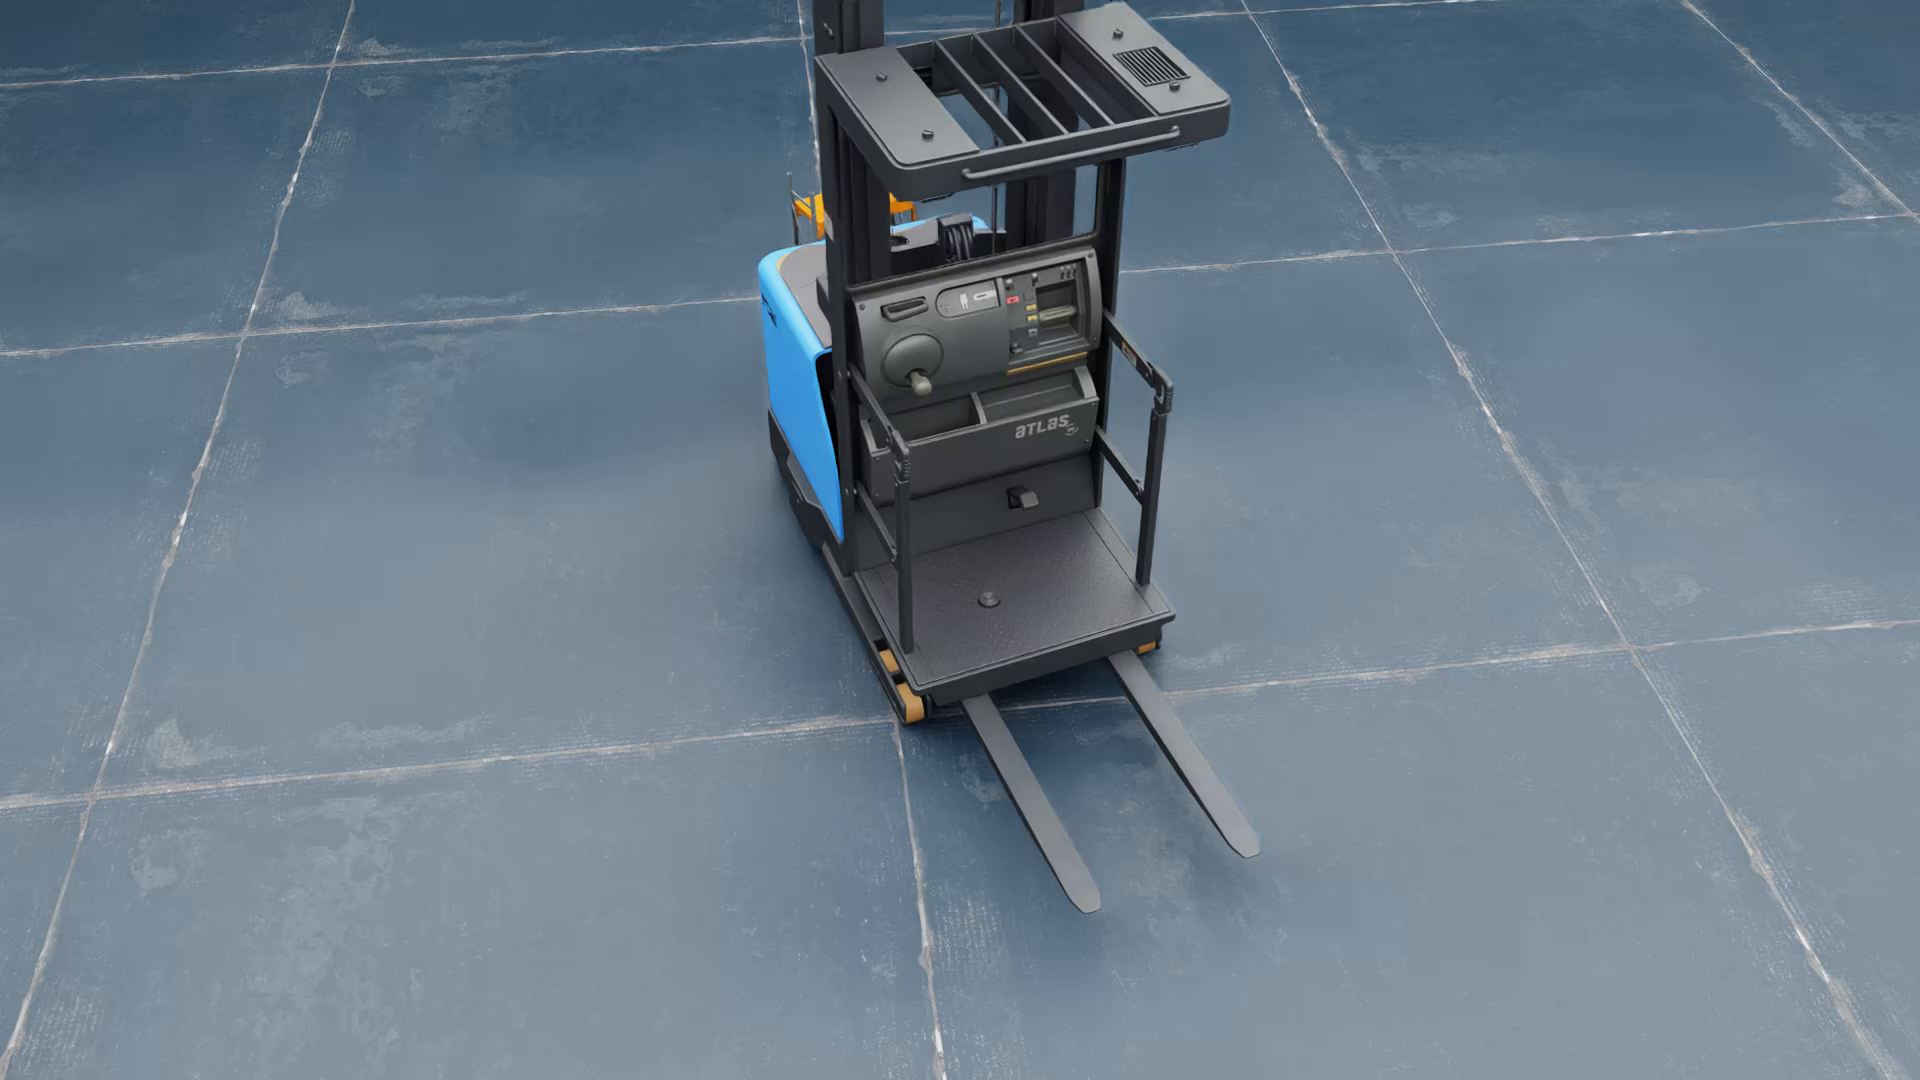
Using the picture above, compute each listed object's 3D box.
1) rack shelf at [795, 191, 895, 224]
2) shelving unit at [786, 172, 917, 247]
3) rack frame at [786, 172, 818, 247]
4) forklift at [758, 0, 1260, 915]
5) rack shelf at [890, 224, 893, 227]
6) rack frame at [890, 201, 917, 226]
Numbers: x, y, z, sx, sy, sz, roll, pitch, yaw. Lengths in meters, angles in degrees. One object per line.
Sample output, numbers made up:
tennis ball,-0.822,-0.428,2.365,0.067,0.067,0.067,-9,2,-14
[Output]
rack shelf,-0.472,-1.487,7.347,0.457,0.050,0.221,-22,42,-22
shelving unit,-0.456,-1.150,7.616,0.503,1.200,0.258,-22,42,-22
rack frame,-0.666,-1.066,7.523,0.015,1.200,0.240,-22,42,-22
forklift,0.158,-0.700,5.838,1.130,2.935,3.031,-15,44,-16
rack shelf,-0.462,-1.272,7.518,0.480,0.148,0.258,-22,42,-22
rack frame,-0.247,-1.233,7.709,0.015,1.200,0.240,-22,42,-22
